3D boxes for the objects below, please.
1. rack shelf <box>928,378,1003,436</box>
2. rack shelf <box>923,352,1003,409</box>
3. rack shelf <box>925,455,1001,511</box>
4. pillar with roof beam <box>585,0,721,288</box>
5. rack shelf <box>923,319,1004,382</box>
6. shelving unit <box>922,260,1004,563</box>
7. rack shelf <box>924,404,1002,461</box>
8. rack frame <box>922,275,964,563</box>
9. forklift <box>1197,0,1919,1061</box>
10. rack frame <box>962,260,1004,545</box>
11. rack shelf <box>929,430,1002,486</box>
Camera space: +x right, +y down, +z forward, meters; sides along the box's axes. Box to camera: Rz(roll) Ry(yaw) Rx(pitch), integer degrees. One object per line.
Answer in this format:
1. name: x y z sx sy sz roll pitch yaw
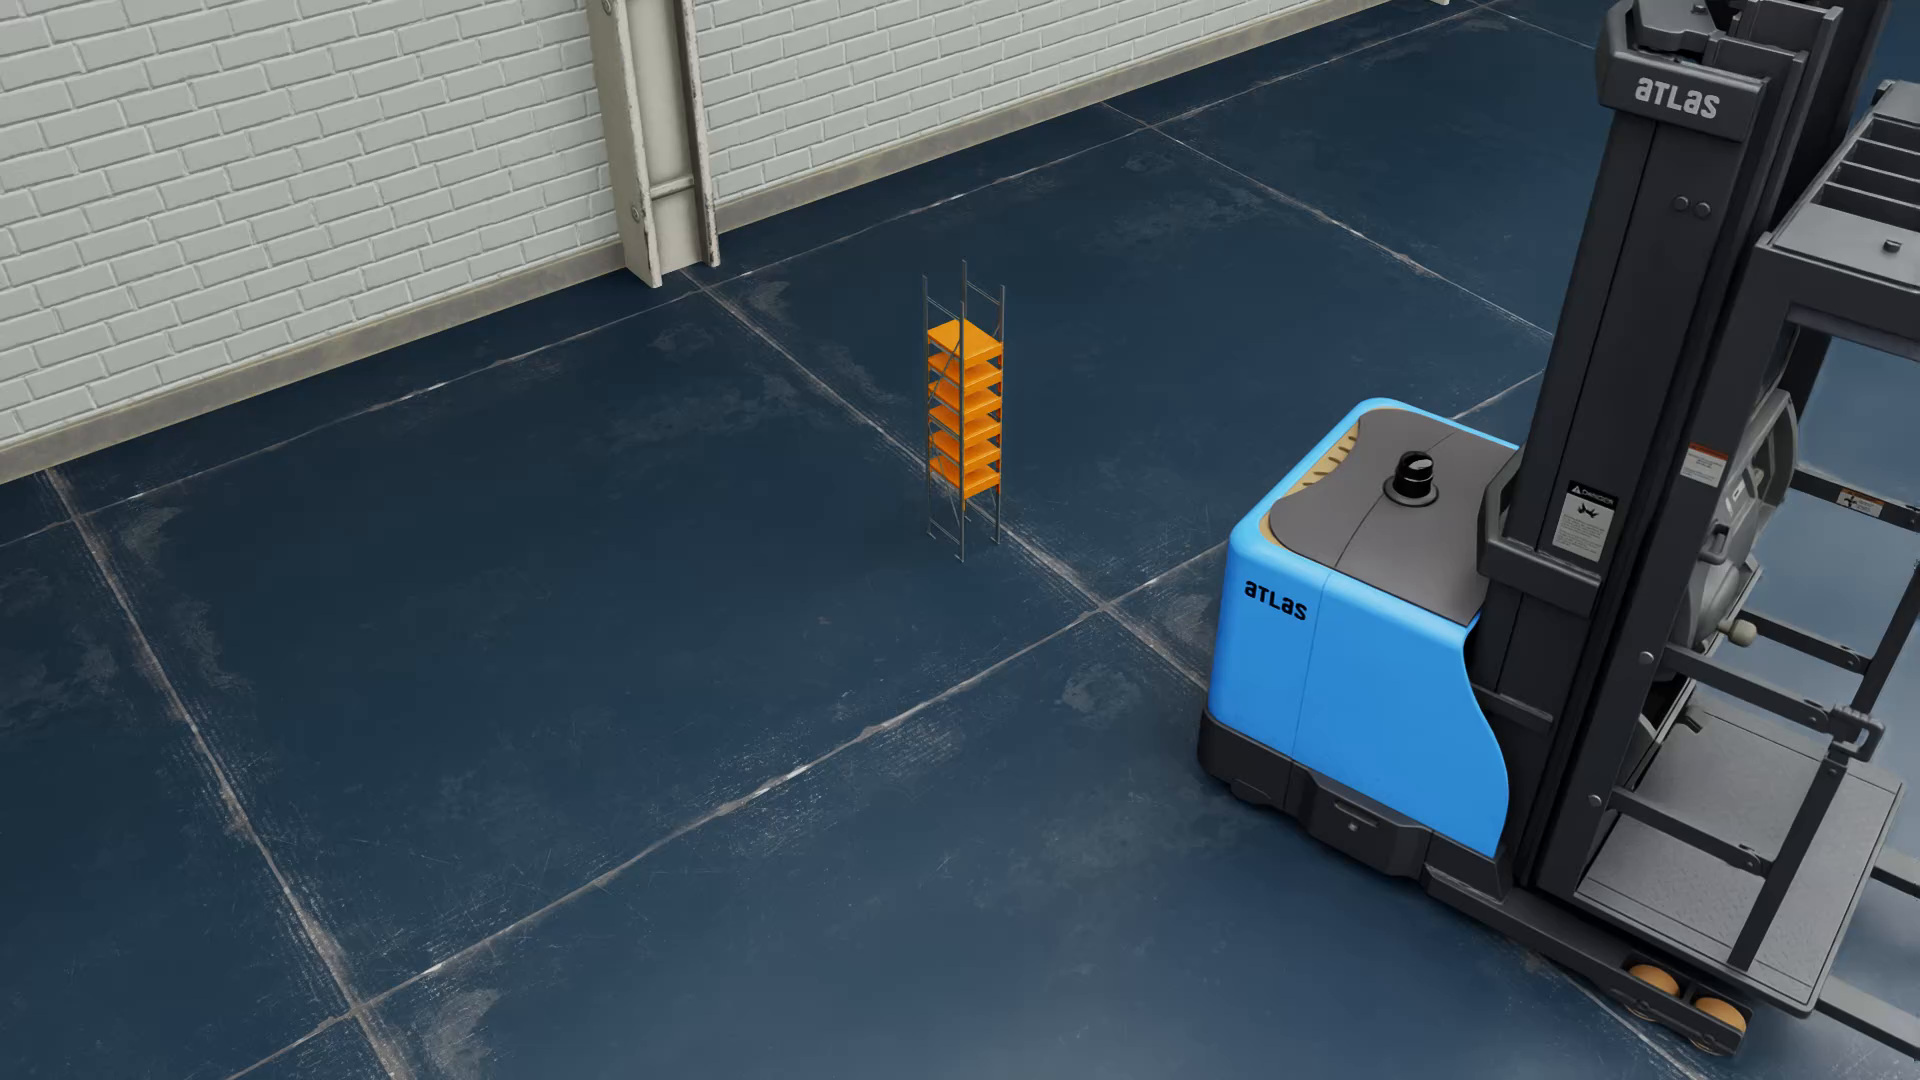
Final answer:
1. rack shelf: 0.011 -0.528 6.328 0.180 0.103 0.258 -26 46 -28
2. rack shelf: 0.011 -0.621 6.252 0.180 0.103 0.258 -26 46 -28
3. rack shelf: 0.011 -0.250 6.557 0.180 0.103 0.258 -26 46 -28
4. pillar with roof beam: 1.158 -2.720 2.970 0.400 9.000 9.100 -26 46 -28
5. rack shelf: 0.011 -0.713 6.176 0.180 0.103 0.258 -26 46 -28
6. shelving unit: 0.011 -0.469 6.376 0.189 1.200 0.258 -26 46 -28
7. rack shelf: 0.011 -0.435 6.404 0.180 0.103 0.258 -26 46 -28
8. rack frame: -0.061 -0.434 6.333 0.006 1.200 0.240 -26 46 -28
9. forklift: 2.296 -0.004 4.444 3.031 2.935 1.130 26 46 28
10. rack frame: 0.084 -0.505 6.419 0.006 1.200 0.240 -26 46 -28
11. rack shelf: 0.011 -0.342 6.481 0.180 0.103 0.258 -26 46 -28
